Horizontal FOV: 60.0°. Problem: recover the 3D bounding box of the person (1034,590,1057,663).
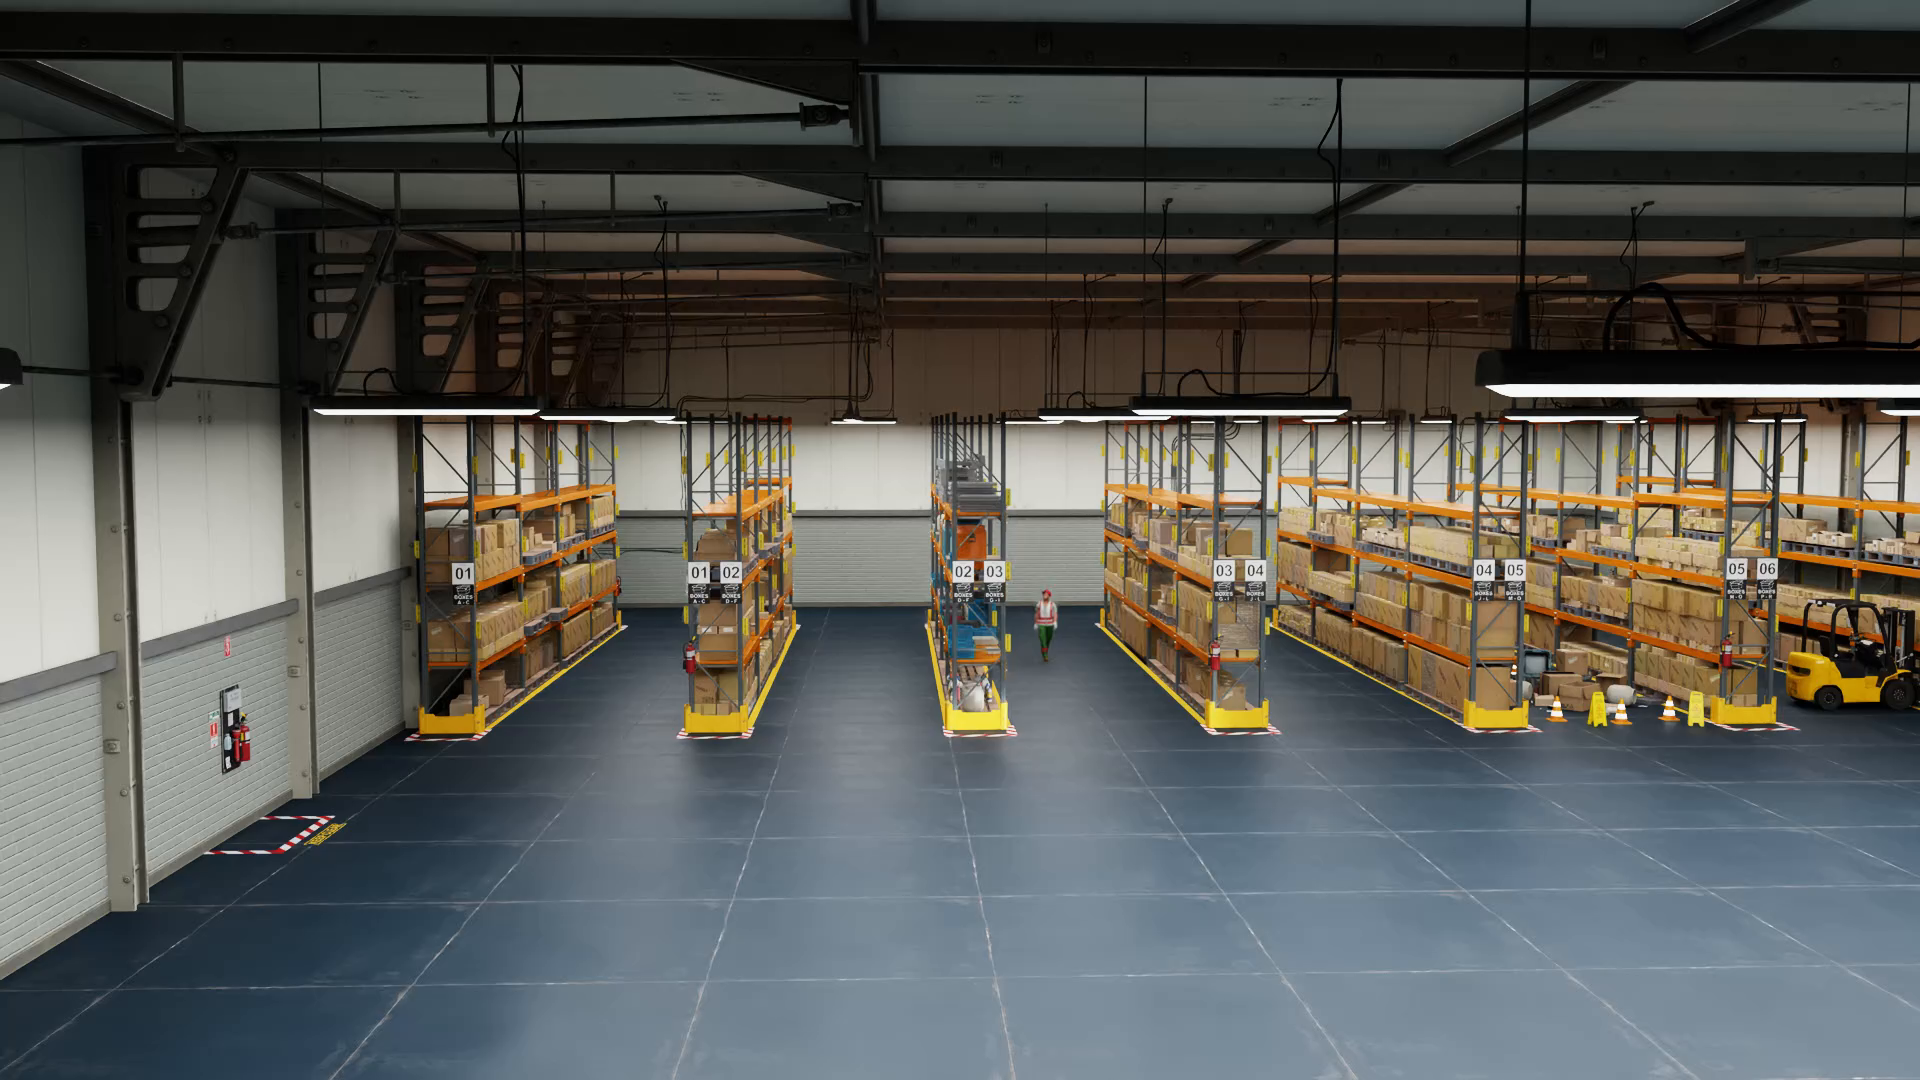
[{"bbox_3d":[2.111,2.092,40.588,0.531,1.736,1.048,-1,4,-12],"label":"person"}]
